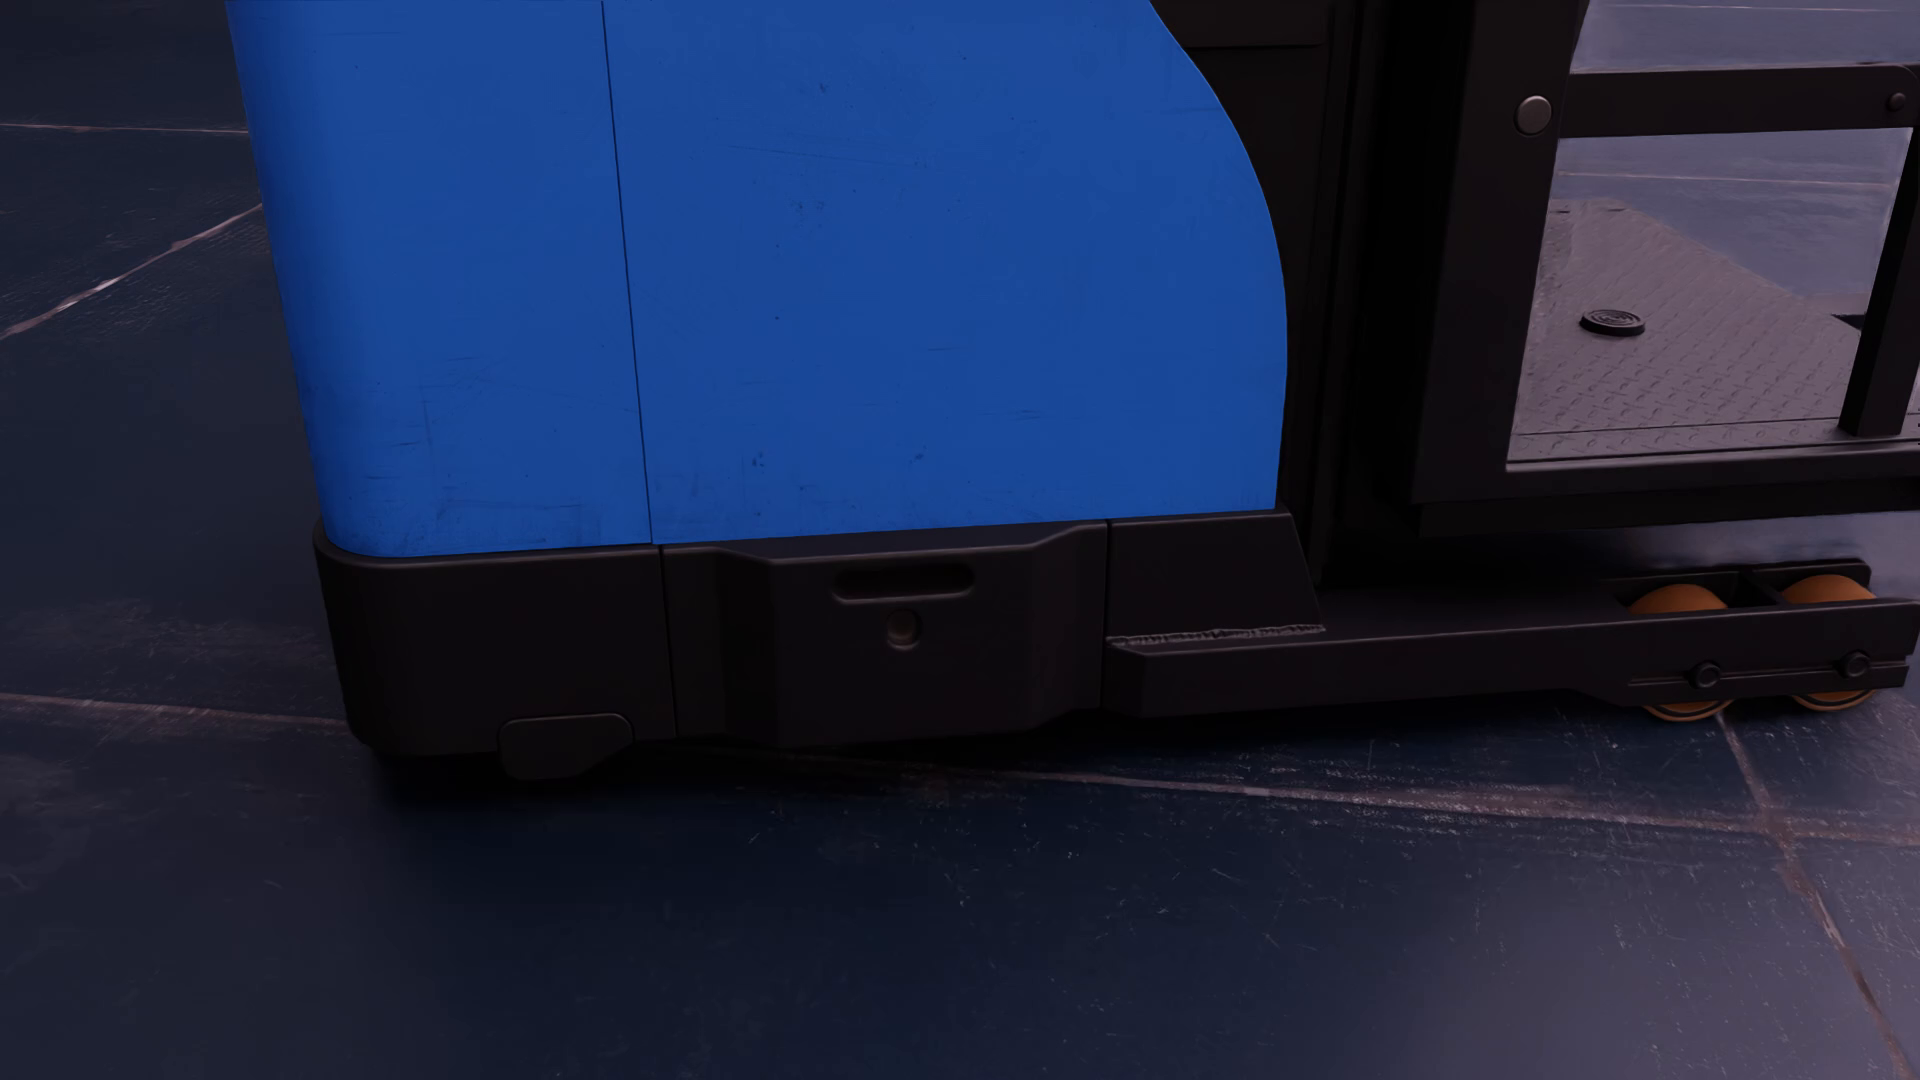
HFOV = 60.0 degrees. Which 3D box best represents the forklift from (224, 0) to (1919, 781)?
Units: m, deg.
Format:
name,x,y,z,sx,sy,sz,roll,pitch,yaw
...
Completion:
name,x,y,z,sx,sy,sz,roll,pitch,yaw
forklift,0.738,-1.319,1.861,3.031,2.935,1.130,-3,27,-7
